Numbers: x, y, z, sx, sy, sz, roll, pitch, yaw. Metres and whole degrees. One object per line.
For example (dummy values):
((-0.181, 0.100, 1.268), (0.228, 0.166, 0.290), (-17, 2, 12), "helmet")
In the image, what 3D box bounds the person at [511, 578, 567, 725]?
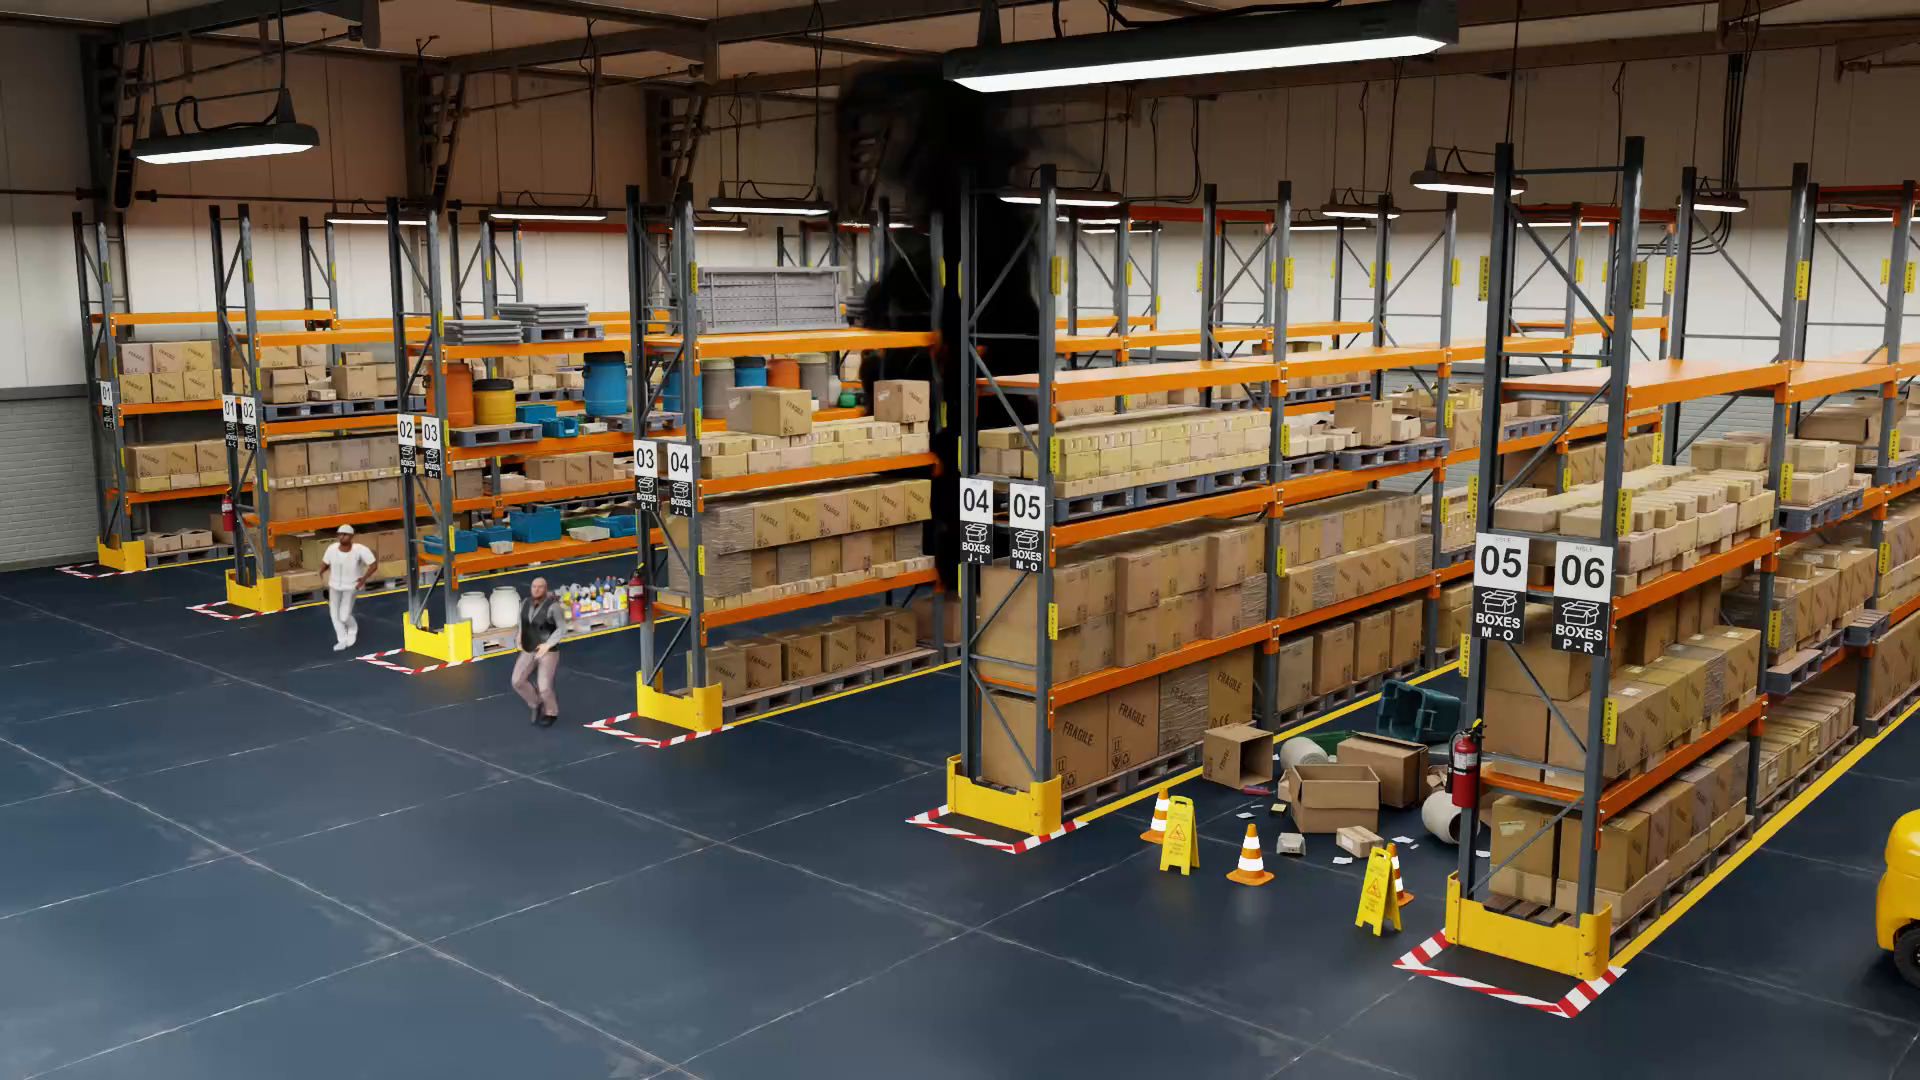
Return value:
((-4.734, 1.258, 18.613), (0.678, 1.686, 0.600), (3, 10, 19), "person")

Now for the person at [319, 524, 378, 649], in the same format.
((-8.223, 0.637, 22.252), (0.713, 1.709, 0.595), (1, 10, 7), "person")
